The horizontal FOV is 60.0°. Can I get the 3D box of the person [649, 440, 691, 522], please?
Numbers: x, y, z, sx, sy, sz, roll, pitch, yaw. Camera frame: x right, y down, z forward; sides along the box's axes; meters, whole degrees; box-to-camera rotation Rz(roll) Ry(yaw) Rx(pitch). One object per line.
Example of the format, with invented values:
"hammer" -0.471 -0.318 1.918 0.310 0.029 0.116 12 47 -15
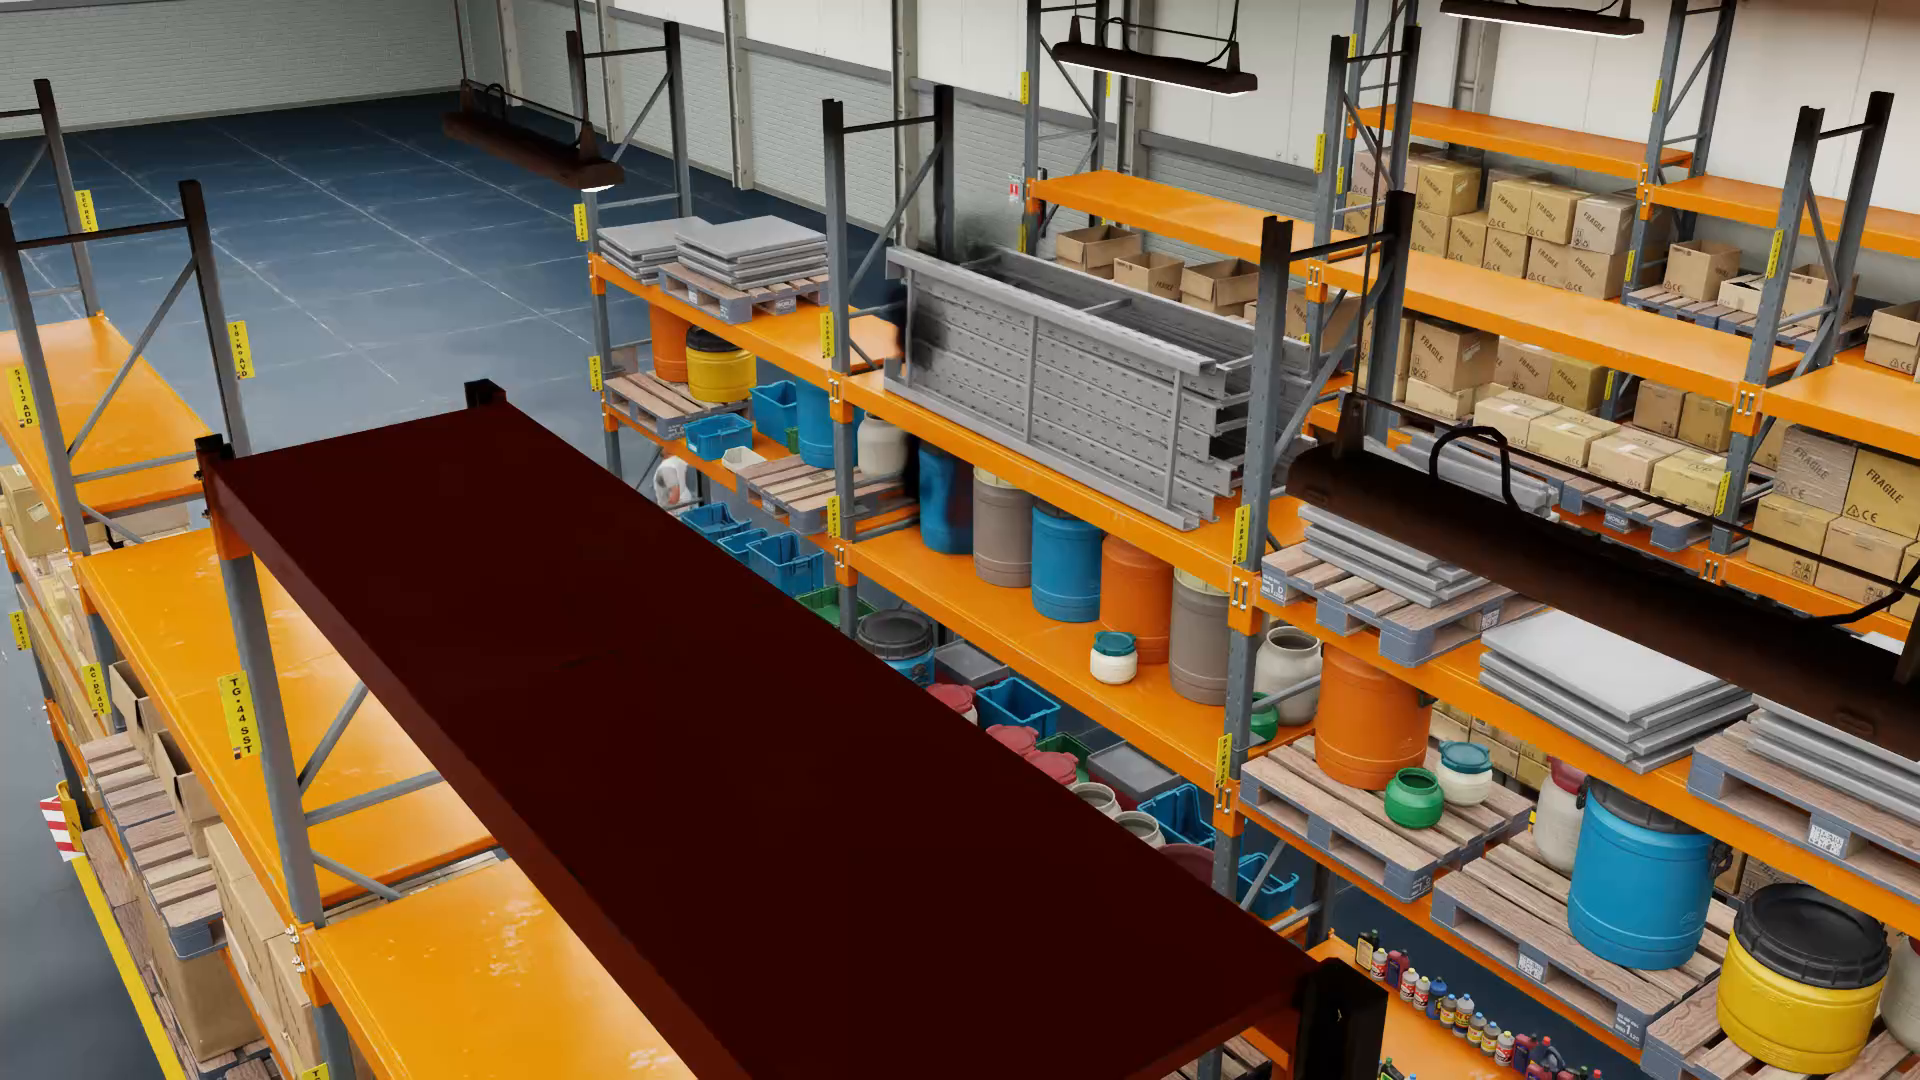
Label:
"person" -3.019 -0.302 17.522 0.726 1.820 0.730 6 26 13
